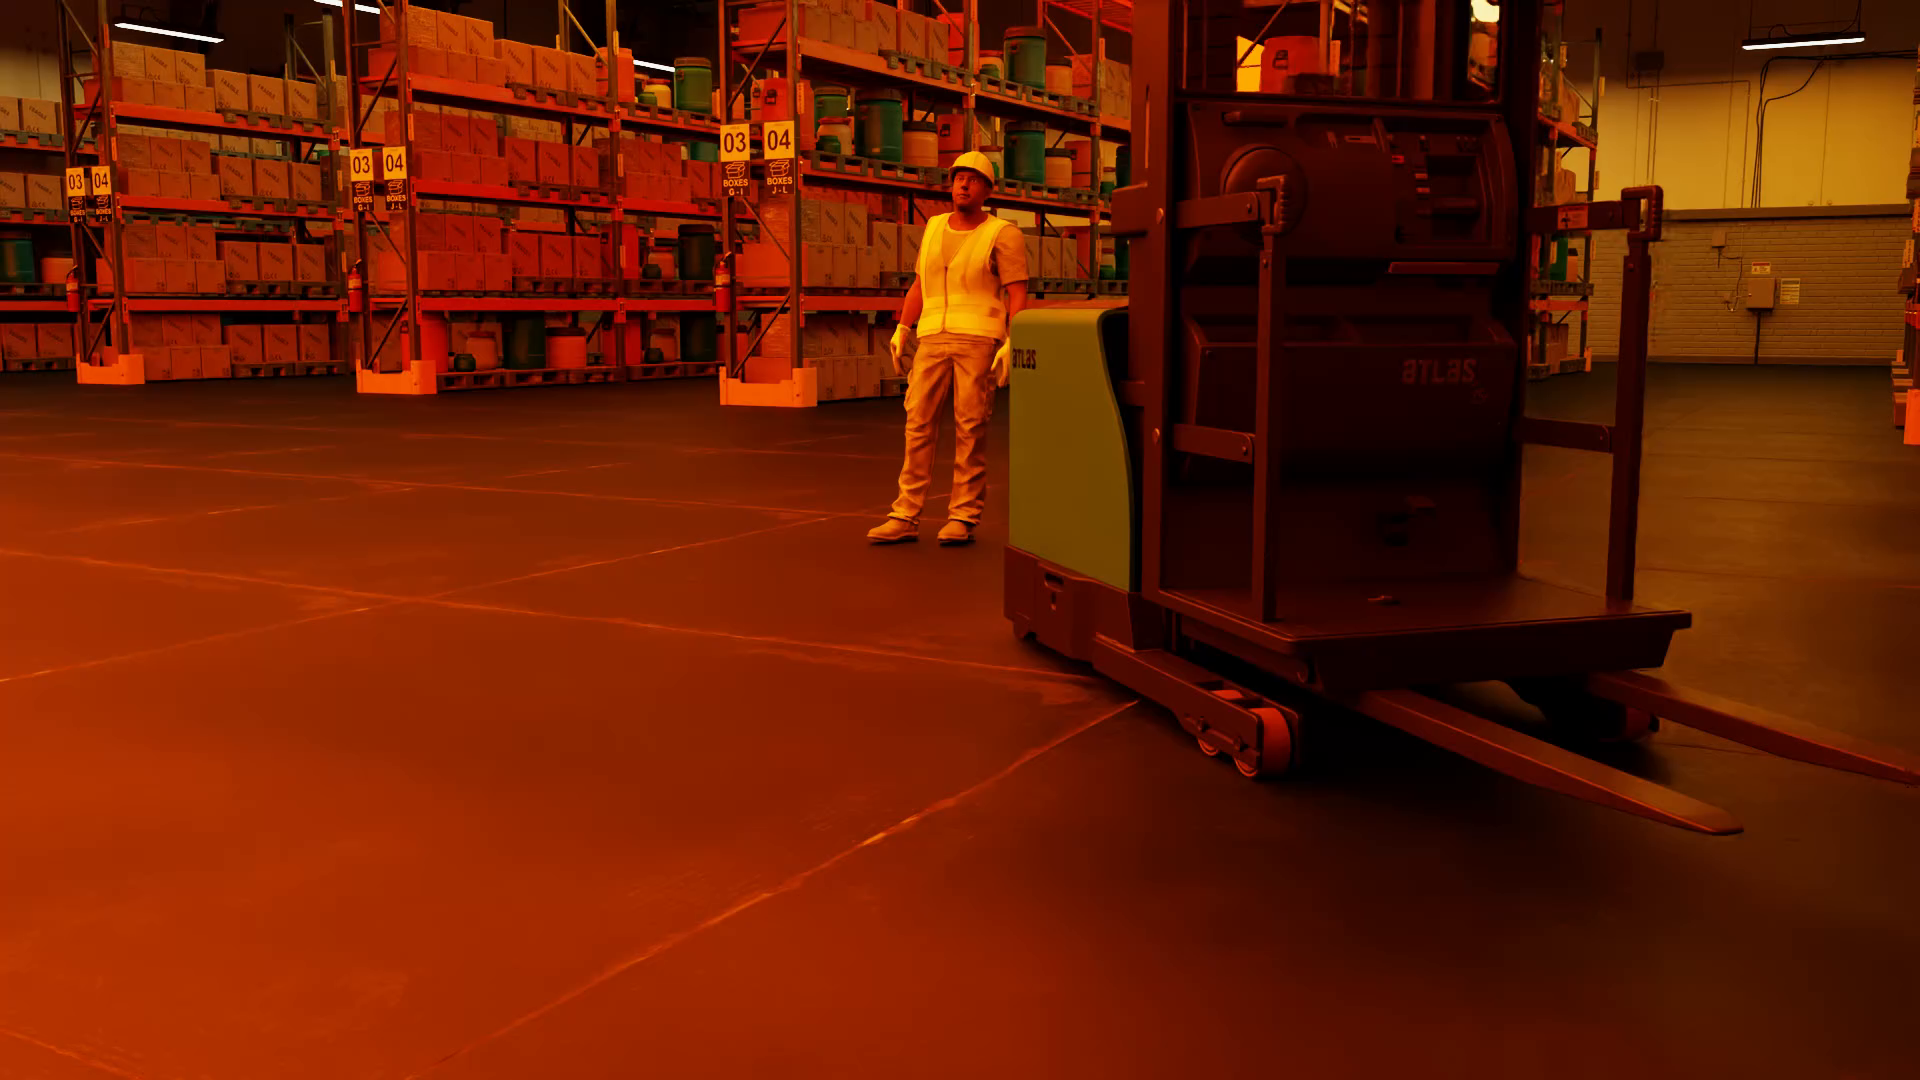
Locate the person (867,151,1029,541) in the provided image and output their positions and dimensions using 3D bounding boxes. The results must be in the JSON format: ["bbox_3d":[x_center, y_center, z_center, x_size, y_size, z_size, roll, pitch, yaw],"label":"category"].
[{"bbox_3d":[-0.043,-0.883,7.633,0.656,1.782,0.577,4,9,29],"label":"person"}]

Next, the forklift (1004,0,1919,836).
[{"bbox_3d":[1.085,-0.964,4.077,1.130,2.935,3.031,-3,8,-18],"label":"forklift"}]
